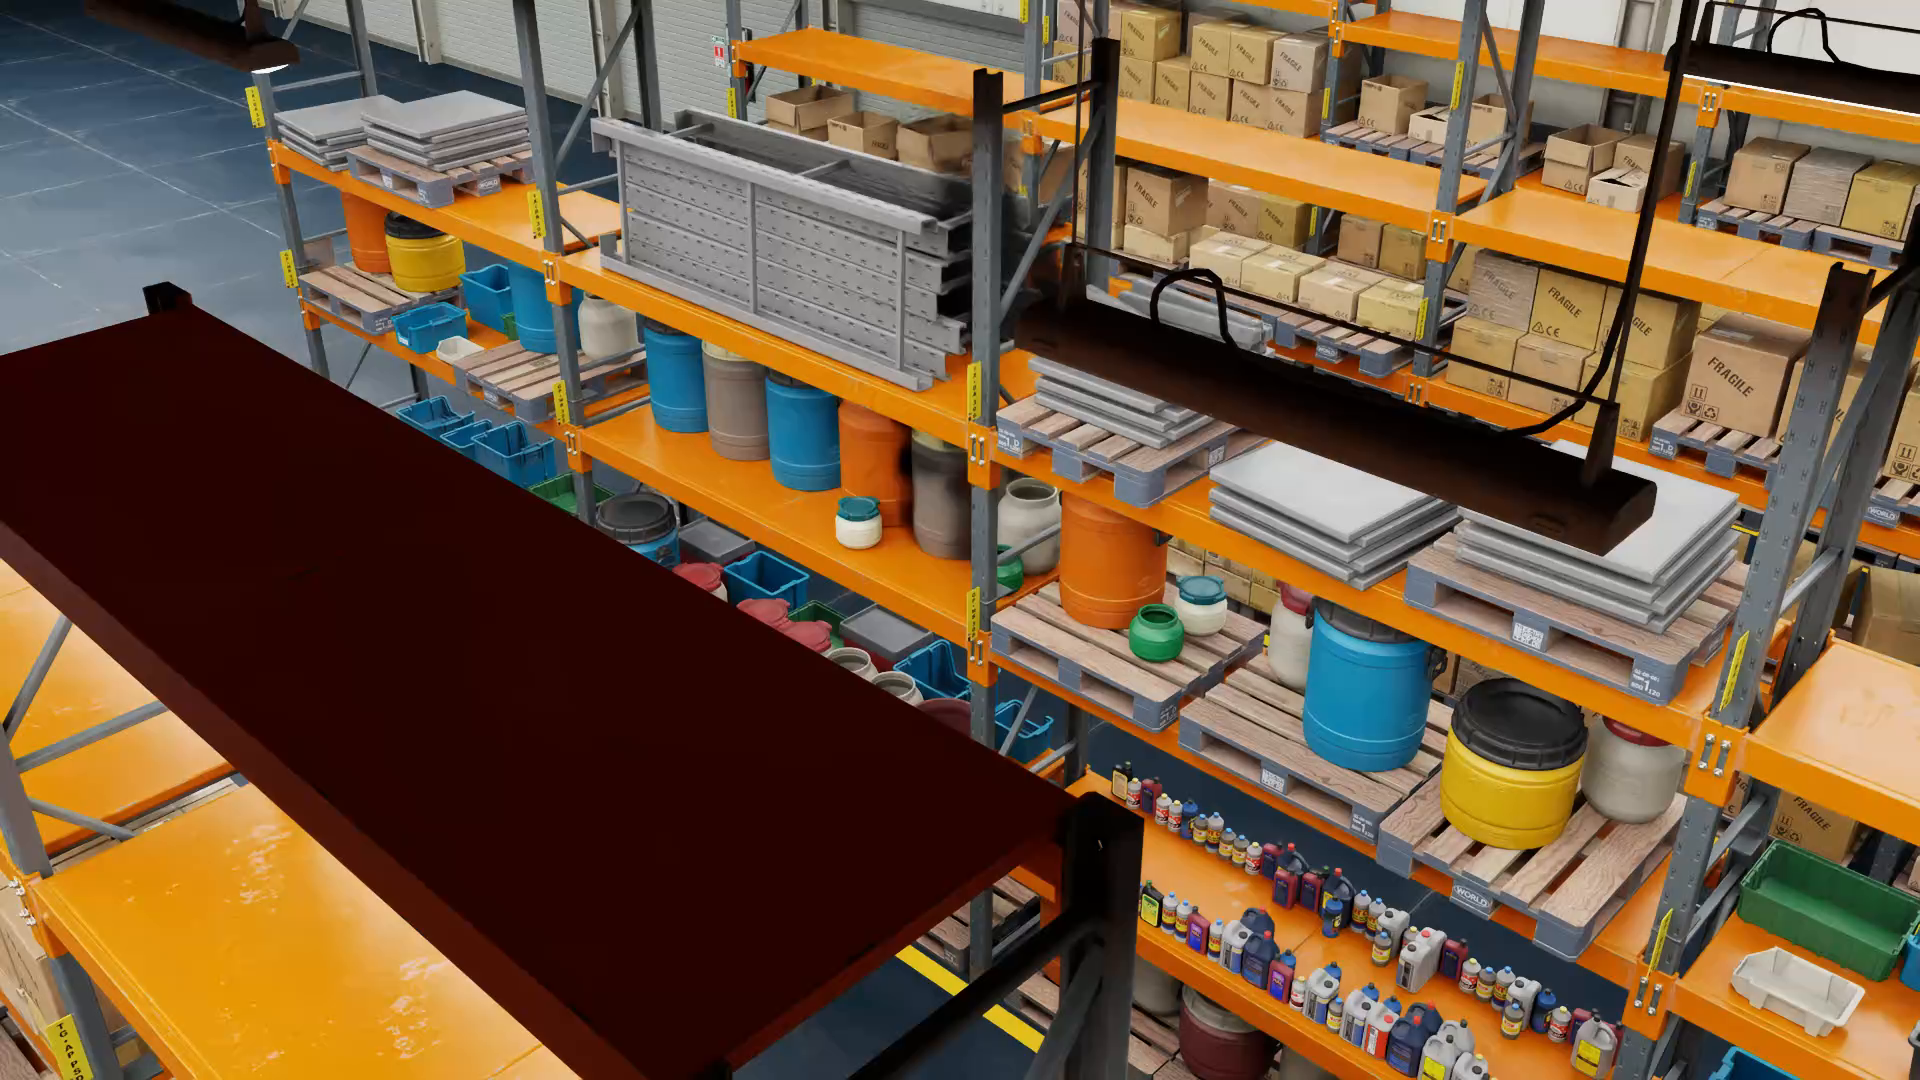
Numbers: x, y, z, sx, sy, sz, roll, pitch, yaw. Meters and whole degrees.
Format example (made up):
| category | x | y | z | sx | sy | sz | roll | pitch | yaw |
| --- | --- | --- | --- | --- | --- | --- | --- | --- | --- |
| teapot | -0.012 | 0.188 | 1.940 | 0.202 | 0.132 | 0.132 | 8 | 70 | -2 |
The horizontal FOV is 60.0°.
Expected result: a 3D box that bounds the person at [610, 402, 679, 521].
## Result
| category | x | y | z | sx | sy | sz | roll | pitch | yaw |
| --- | --- | --- | --- | --- | --- | --- | --- | --- | --- |
| person | -3.074 | -0.871 | 16.174 | 0.688 | 1.610 | 0.507 | 9 | 31 | 15 |
